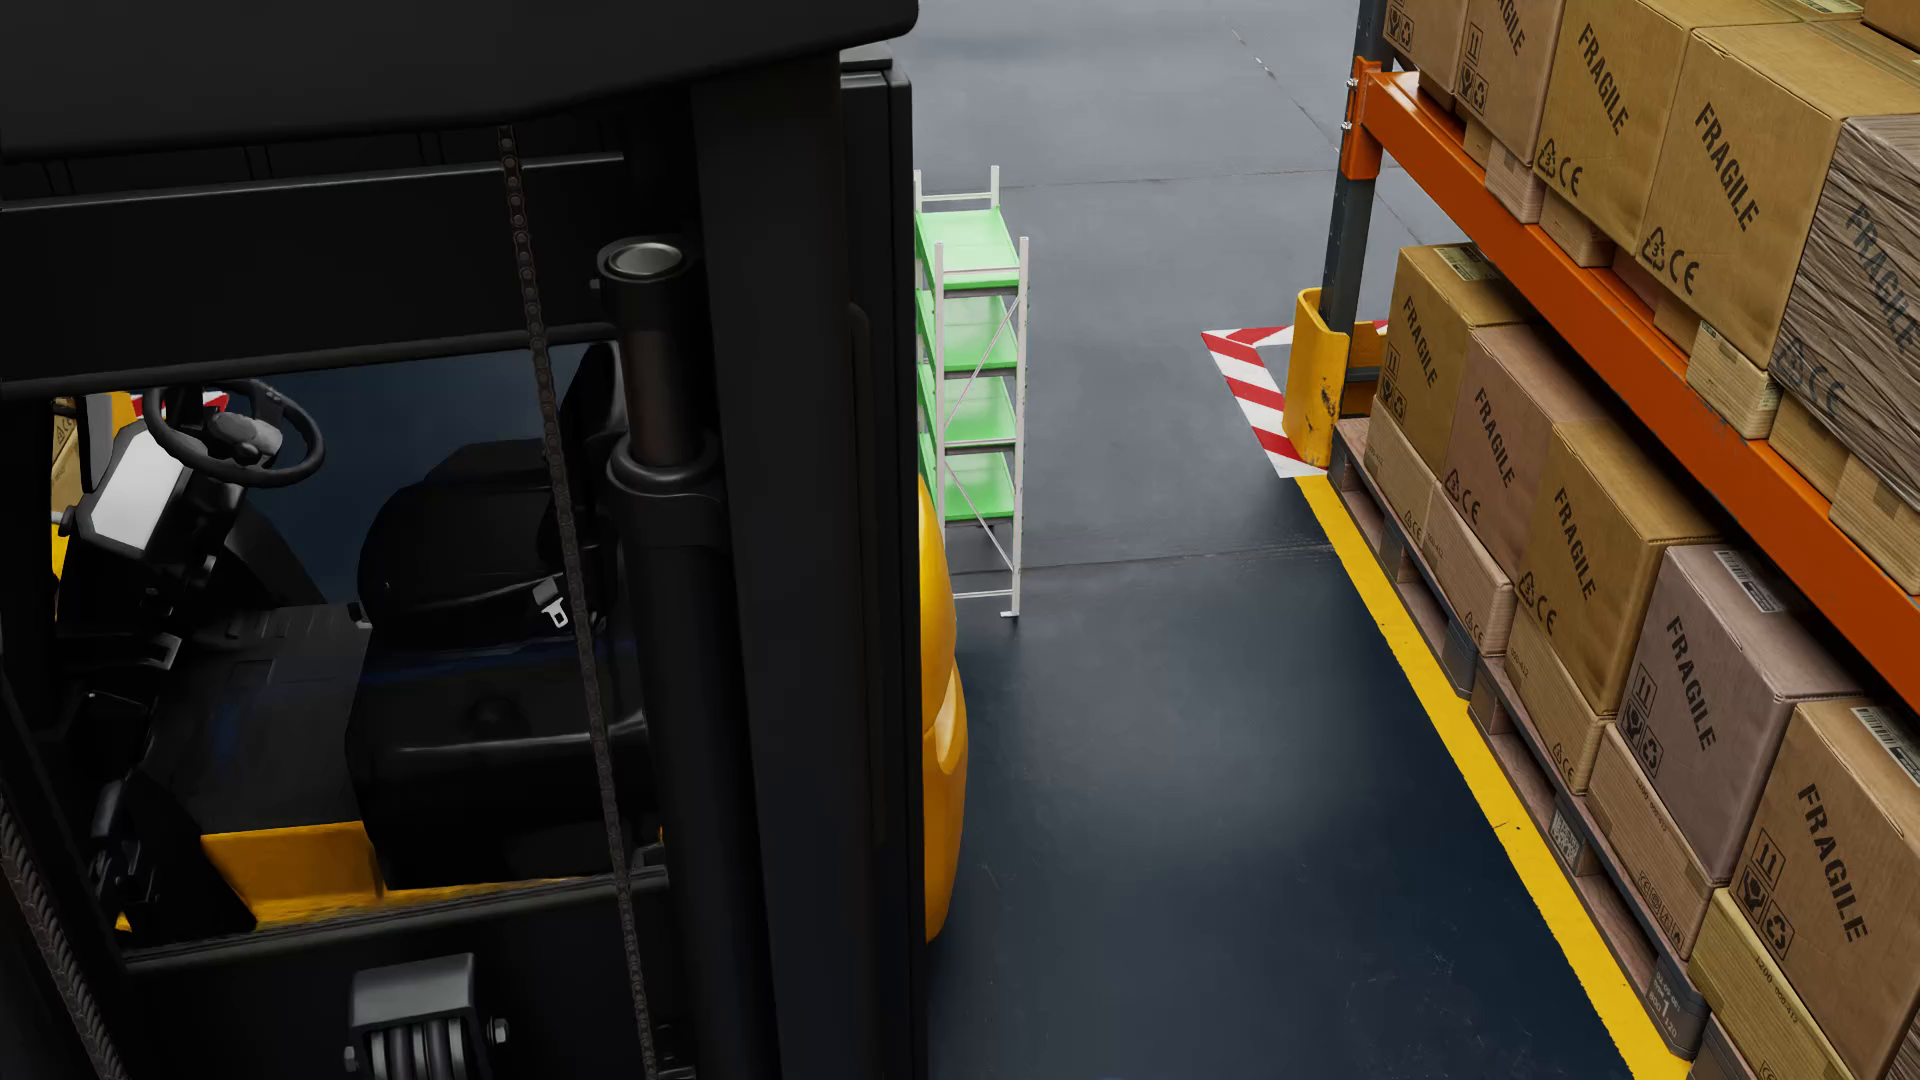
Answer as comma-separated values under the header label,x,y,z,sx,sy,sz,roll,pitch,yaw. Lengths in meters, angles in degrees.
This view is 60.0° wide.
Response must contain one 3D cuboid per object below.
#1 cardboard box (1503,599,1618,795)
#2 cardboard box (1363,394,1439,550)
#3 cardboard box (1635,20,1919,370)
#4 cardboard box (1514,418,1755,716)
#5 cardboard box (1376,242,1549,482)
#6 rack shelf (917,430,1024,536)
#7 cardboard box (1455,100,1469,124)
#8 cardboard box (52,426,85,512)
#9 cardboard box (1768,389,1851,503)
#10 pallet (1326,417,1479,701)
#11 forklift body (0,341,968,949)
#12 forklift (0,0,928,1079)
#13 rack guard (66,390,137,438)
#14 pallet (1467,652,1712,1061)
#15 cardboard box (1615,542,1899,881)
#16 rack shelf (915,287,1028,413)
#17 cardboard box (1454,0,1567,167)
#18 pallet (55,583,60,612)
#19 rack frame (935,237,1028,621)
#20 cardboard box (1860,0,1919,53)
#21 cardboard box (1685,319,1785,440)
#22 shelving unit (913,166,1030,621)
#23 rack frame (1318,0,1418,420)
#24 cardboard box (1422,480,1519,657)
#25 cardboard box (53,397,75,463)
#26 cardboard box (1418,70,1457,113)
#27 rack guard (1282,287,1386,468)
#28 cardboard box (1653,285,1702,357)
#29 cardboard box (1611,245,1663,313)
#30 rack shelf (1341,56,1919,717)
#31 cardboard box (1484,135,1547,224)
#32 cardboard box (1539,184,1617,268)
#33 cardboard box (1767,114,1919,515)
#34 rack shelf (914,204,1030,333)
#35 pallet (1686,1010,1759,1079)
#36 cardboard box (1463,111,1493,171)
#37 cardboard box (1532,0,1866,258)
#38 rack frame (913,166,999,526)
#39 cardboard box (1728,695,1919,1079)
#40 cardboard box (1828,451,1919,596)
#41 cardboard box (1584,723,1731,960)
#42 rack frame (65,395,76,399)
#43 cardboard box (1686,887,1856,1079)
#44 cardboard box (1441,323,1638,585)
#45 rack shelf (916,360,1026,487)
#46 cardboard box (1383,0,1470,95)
label,x,y,z,sx,sy,sz,roll,pitch,yaw
cardboard box,1.696,0.361,4.125,0.500,0.250,0.500,-2,34,-3
cardboard box,1.548,-0.228,4.989,0.500,0.250,0.500,-5,35,-7
cardboard box,1.722,-0.684,3.238,0.500,0.500,0.500,-5,35,-7
cardboard box,1.686,0.048,3.919,0.500,0.500,0.500,-4,34,-5
cardboard box,1.552,-0.524,4.759,0.500,0.500,0.500,-5,35,-8
rack shelf,0.022,-0.152,4.948,0.258,0.148,0.480,-4,35,-6
cardboard box,1.603,-1.213,4.589,0.380,0.149,0.250,-4,34,-6
cardboard box,-2.828,-0.083,4.776,0.500,0.250,0.500,-4,34,-6
cardboard box,1.762,-0.194,3.094,0.380,0.149,0.250,-5,35,-7
pallet,1.798,-0.011,5.078,1.003,0.211,1.213,-4,35,-6
forklift body,-1.141,-0.013,3.359,2.313,2.155,1.214,-4,35,-6
forklift,-0.637,0.361,2.117,1.130,2.935,3.031,-7,35,-11
rack guard,-3.207,-0.264,5.193,1.175,0.500,0.348,-4,35,-6
pallet,1.959,0.668,4.082,1.003,0.211,1.213,-4,35,-6
cardboard box,1.767,0.345,3.483,0.500,0.500,0.500,-3,34,-4
rack shelf,0.022,-0.549,4.677,0.258,0.148,0.480,-4,35,-6
cardboard box,1.576,-1.252,4.070,0.500,0.500,0.500,-3,34,-5
pallet,-3.060,0.292,4.634,1.003,0.211,1.213,-4,35,-6
rack frame,0.055,-0.267,4.577,0.240,1.200,0.015,-4,35,-6
cardboard box,2.160,-1.122,2.992,0.700,0.500,0.500,-5,35,-7
cardboard box,1.692,-0.334,3.300,0.380,0.149,0.250,-4,34,-6
shelving unit,0.022,-0.403,4.777,0.258,1.200,0.503,-4,35,-6
rack frame,1.714,-1.662,5.025,1.000,3.000,0.127,-4,35,-6
cardboard box,1.610,0.058,4.571,0.500,0.250,0.500,-3,34,-5
cardboard box,-2.829,-0.279,4.621,0.500,0.250,0.500,-5,35,-7
cardboard box,1.555,-1.353,4.794,0.380,0.149,0.250,-4,35,-6
rack guard,1.724,-0.586,5.666,1.175,0.500,0.348,-4,35,-6
cardboard box,1.716,-0.479,3.513,0.380,0.149,0.250,-5,35,-8
cardboard box,1.710,-0.629,3.732,0.380,0.149,0.250,-3,34,-5
rack shelf,1.983,-0.248,3.589,1.077,0.370,4.000,-4,35,-6
cardboard box,1.547,-0.913,4.150,0.380,0.149,0.250,-4,34,-6
cardboard box,1.615,-0.772,3.942,0.380,0.149,0.250,-3,34,-5
cardboard box,1.795,-0.399,2.819,0.500,0.500,0.500,-3,34,-5
rack shelf,0.022,-0.747,4.542,0.258,0.148,0.480,-4,35,-6
pallet,2.127,1.351,3.080,1.003,0.211,1.213,-4,35,-6
cardboard box,1.558,-1.059,4.363,0.380,0.149,0.250,-5,35,-8
cardboard box,1.646,-0.967,3.653,0.500,0.500,0.500,-5,35,-7
rack frame,-0.011,-0.540,4.976,0.240,1.200,0.015,-4,35,-6
cardboard box,1.836,0.630,3.065,0.500,0.500,0.500,-4,34,-6
cardboard box,1.767,-0.049,2.881,0.380,0.149,0.250,-5,35,-7
cardboard box,1.761,0.643,3.711,0.500,0.250,0.500,-4,34,-6
rack frame,-3.204,-1.284,4.470,1.000,3.000,0.127,-4,35,-6
cardboard box,1.825,0.927,3.294,0.500,0.250,0.500,-5,35,-8
cardboard box,1.627,-0.233,4.331,0.500,0.500,0.500,-6,35,-8
rack shelf,0.022,-0.351,4.813,0.258,0.148,0.480,-4,35,-6
cardboard box,1.503,-1.540,4.494,0.500,0.500,0.500,-5,35,-7
